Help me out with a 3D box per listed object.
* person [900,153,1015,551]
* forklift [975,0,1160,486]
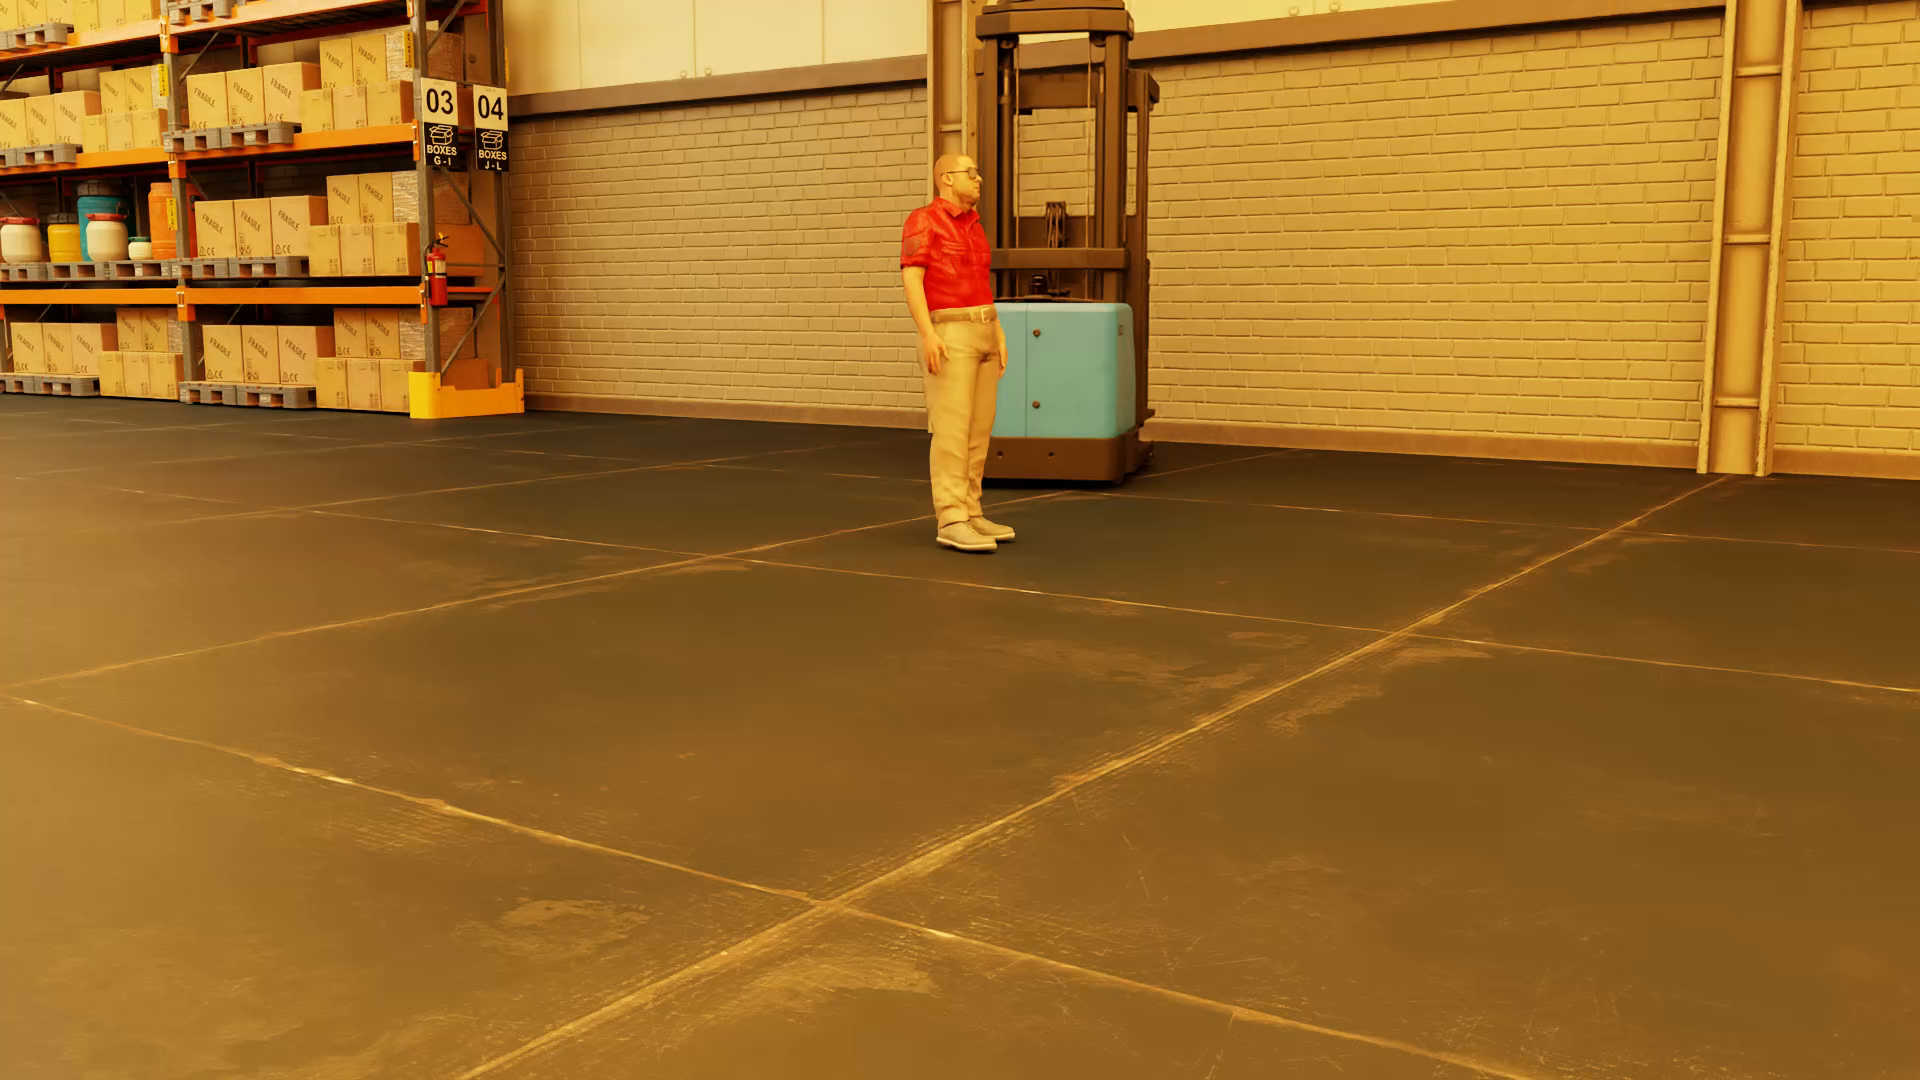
[{"bbox_3d":[0.068,-0.855,7.422,0.550,1.728,0.641,5,10,34],"label":"person"},{"bbox_3d":[0.698,-1.939,10.825,1.130,2.935,3.031,2,8,12],"label":"forklift"}]
